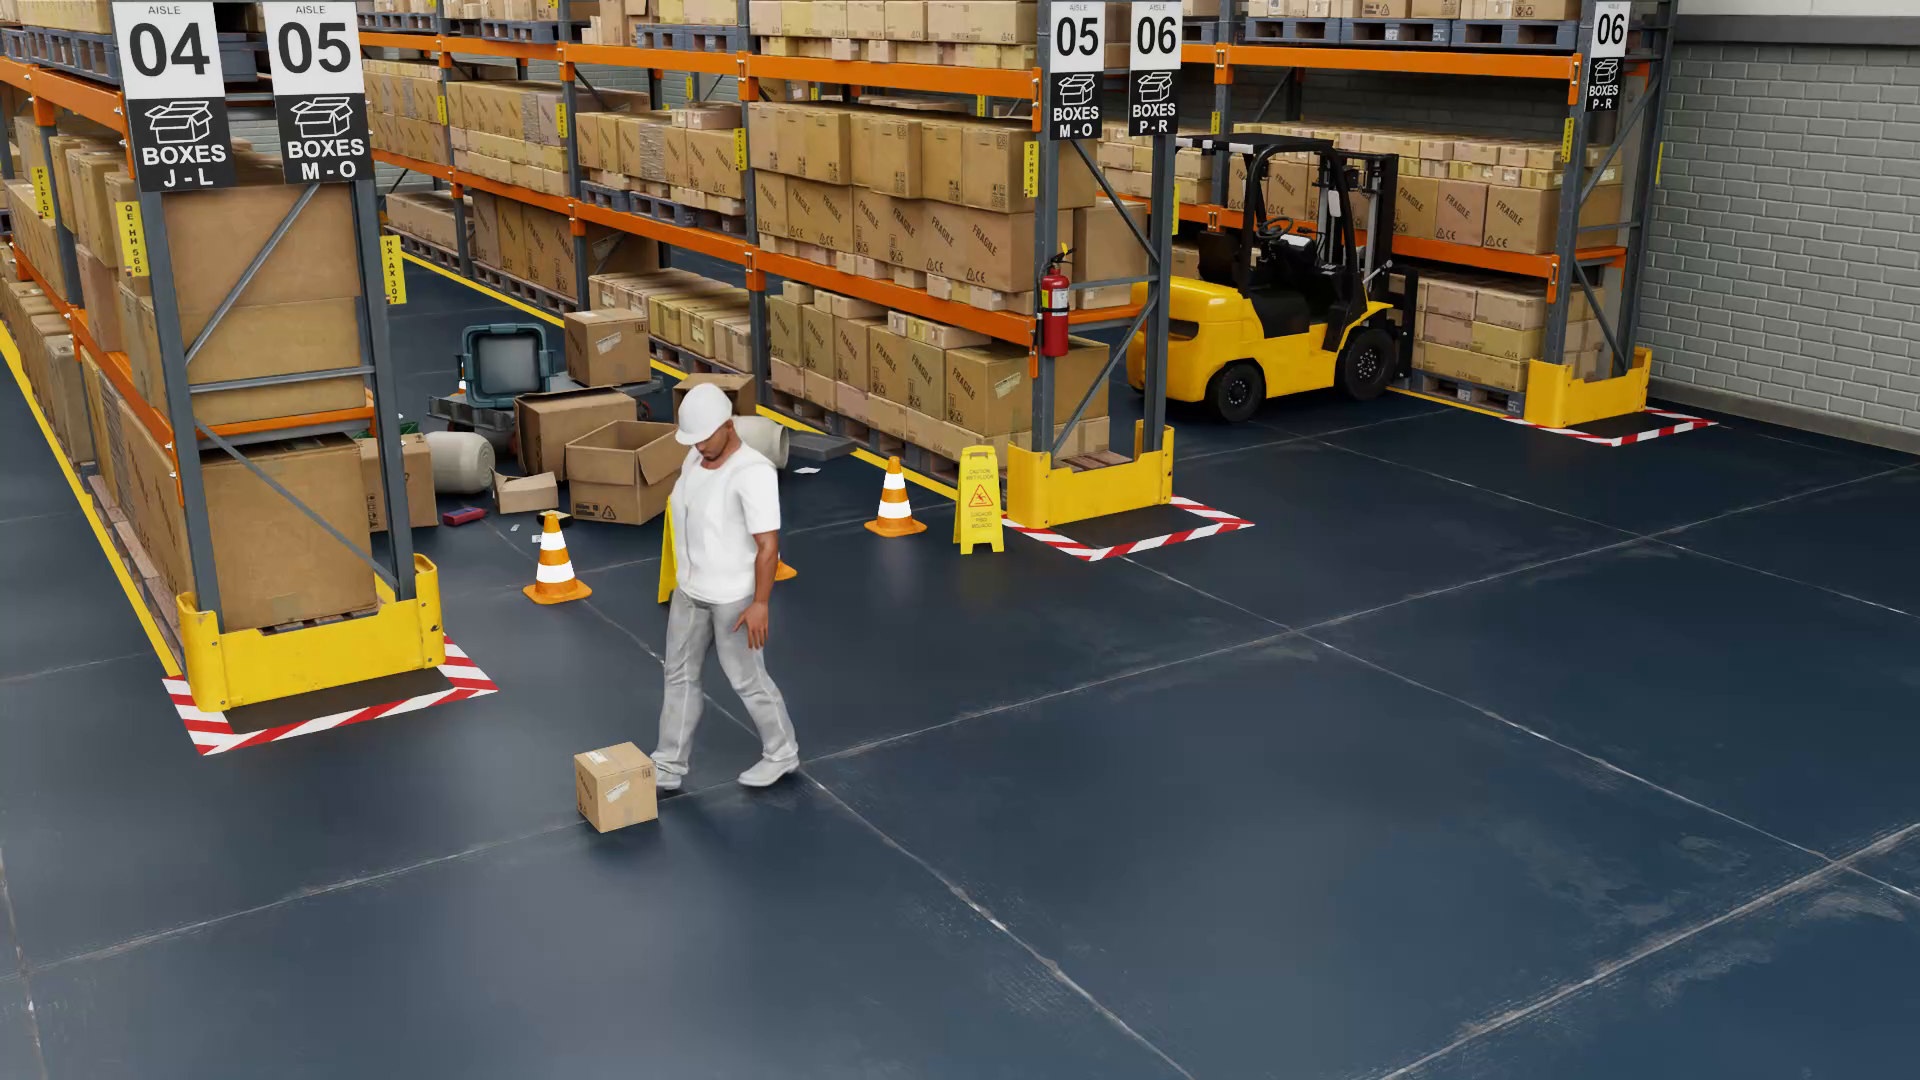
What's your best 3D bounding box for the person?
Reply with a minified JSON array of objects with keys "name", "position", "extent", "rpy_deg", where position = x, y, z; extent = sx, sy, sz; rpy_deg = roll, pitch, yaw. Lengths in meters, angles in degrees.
[{"name":"person","position":[-1.049,0.223,6.807],"extent":[0.766,1.742,0.628],"rpy_deg":[-15,23,-38]}]
